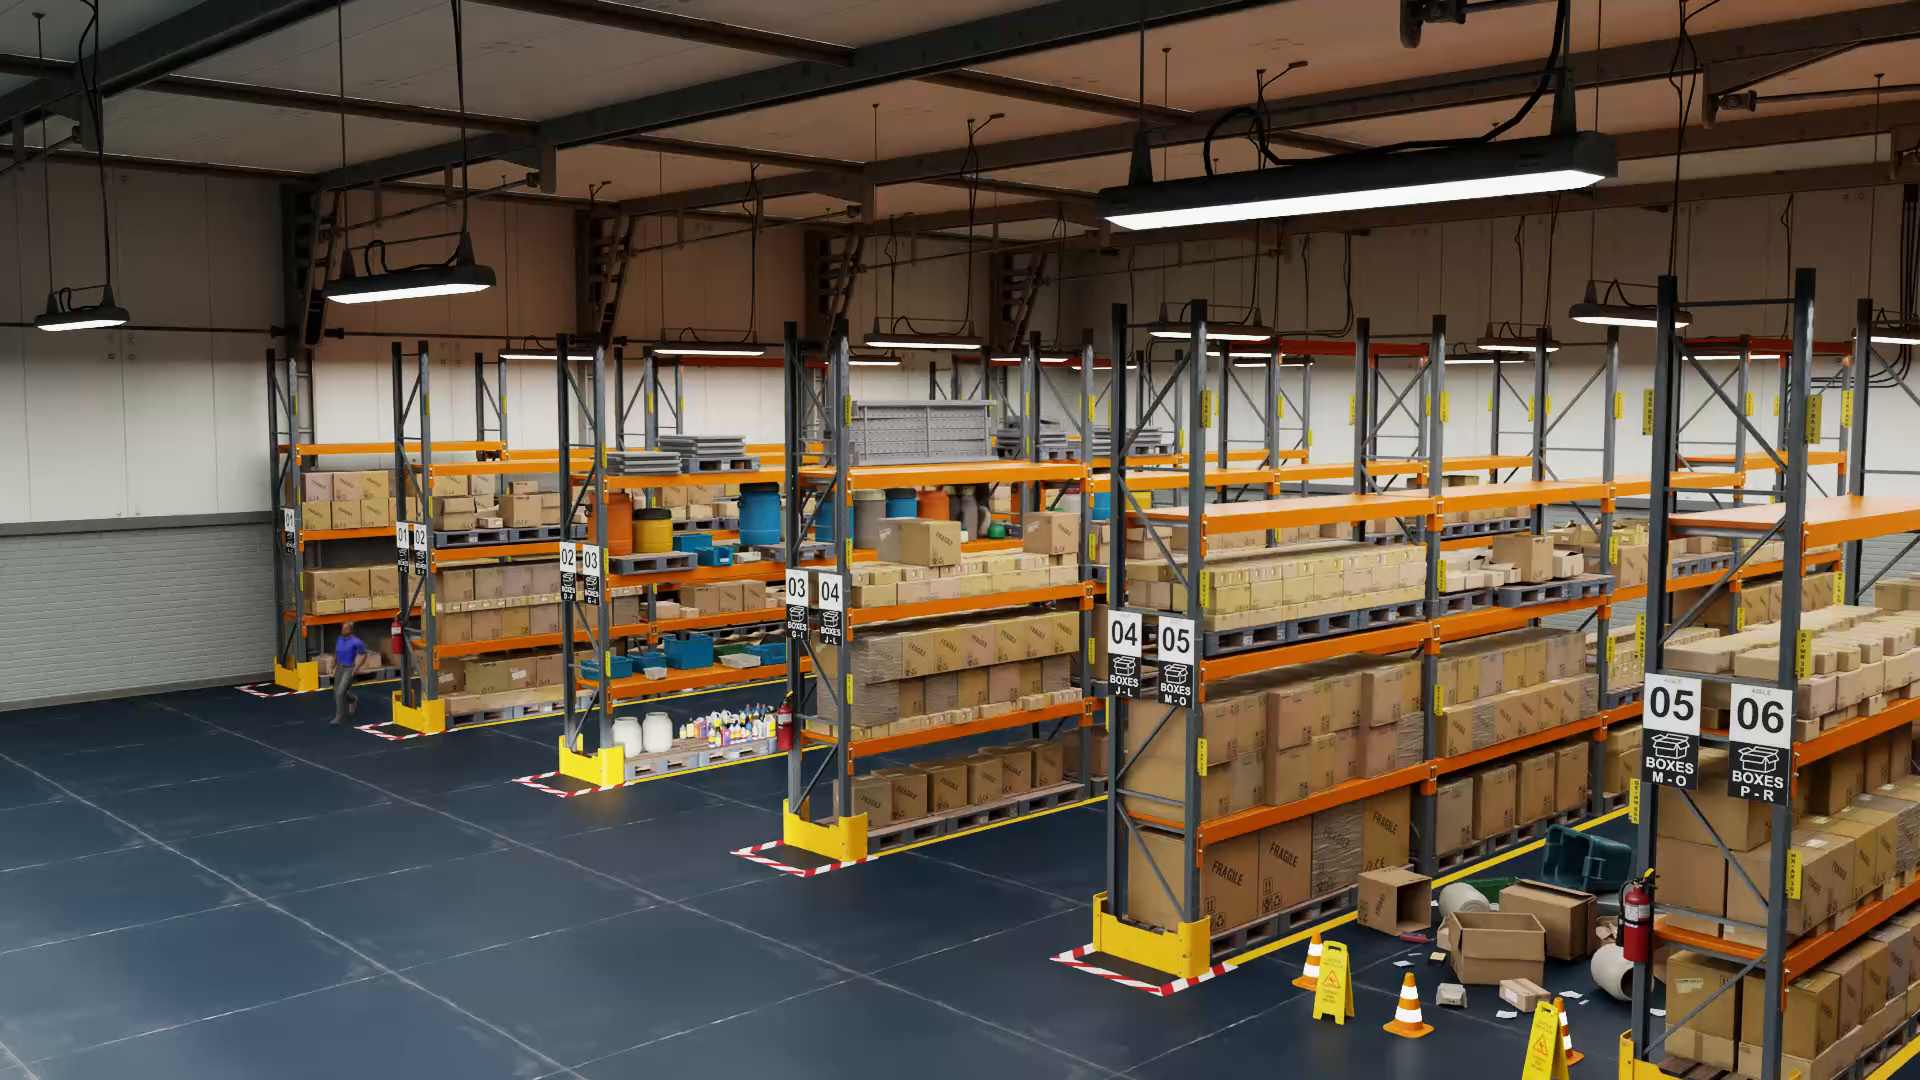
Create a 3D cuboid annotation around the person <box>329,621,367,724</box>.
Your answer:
[{"bbox_3d":[-9.688,2.093,26.439,0.606,1.625,0.658,2,5,19],"label":"person"}]
